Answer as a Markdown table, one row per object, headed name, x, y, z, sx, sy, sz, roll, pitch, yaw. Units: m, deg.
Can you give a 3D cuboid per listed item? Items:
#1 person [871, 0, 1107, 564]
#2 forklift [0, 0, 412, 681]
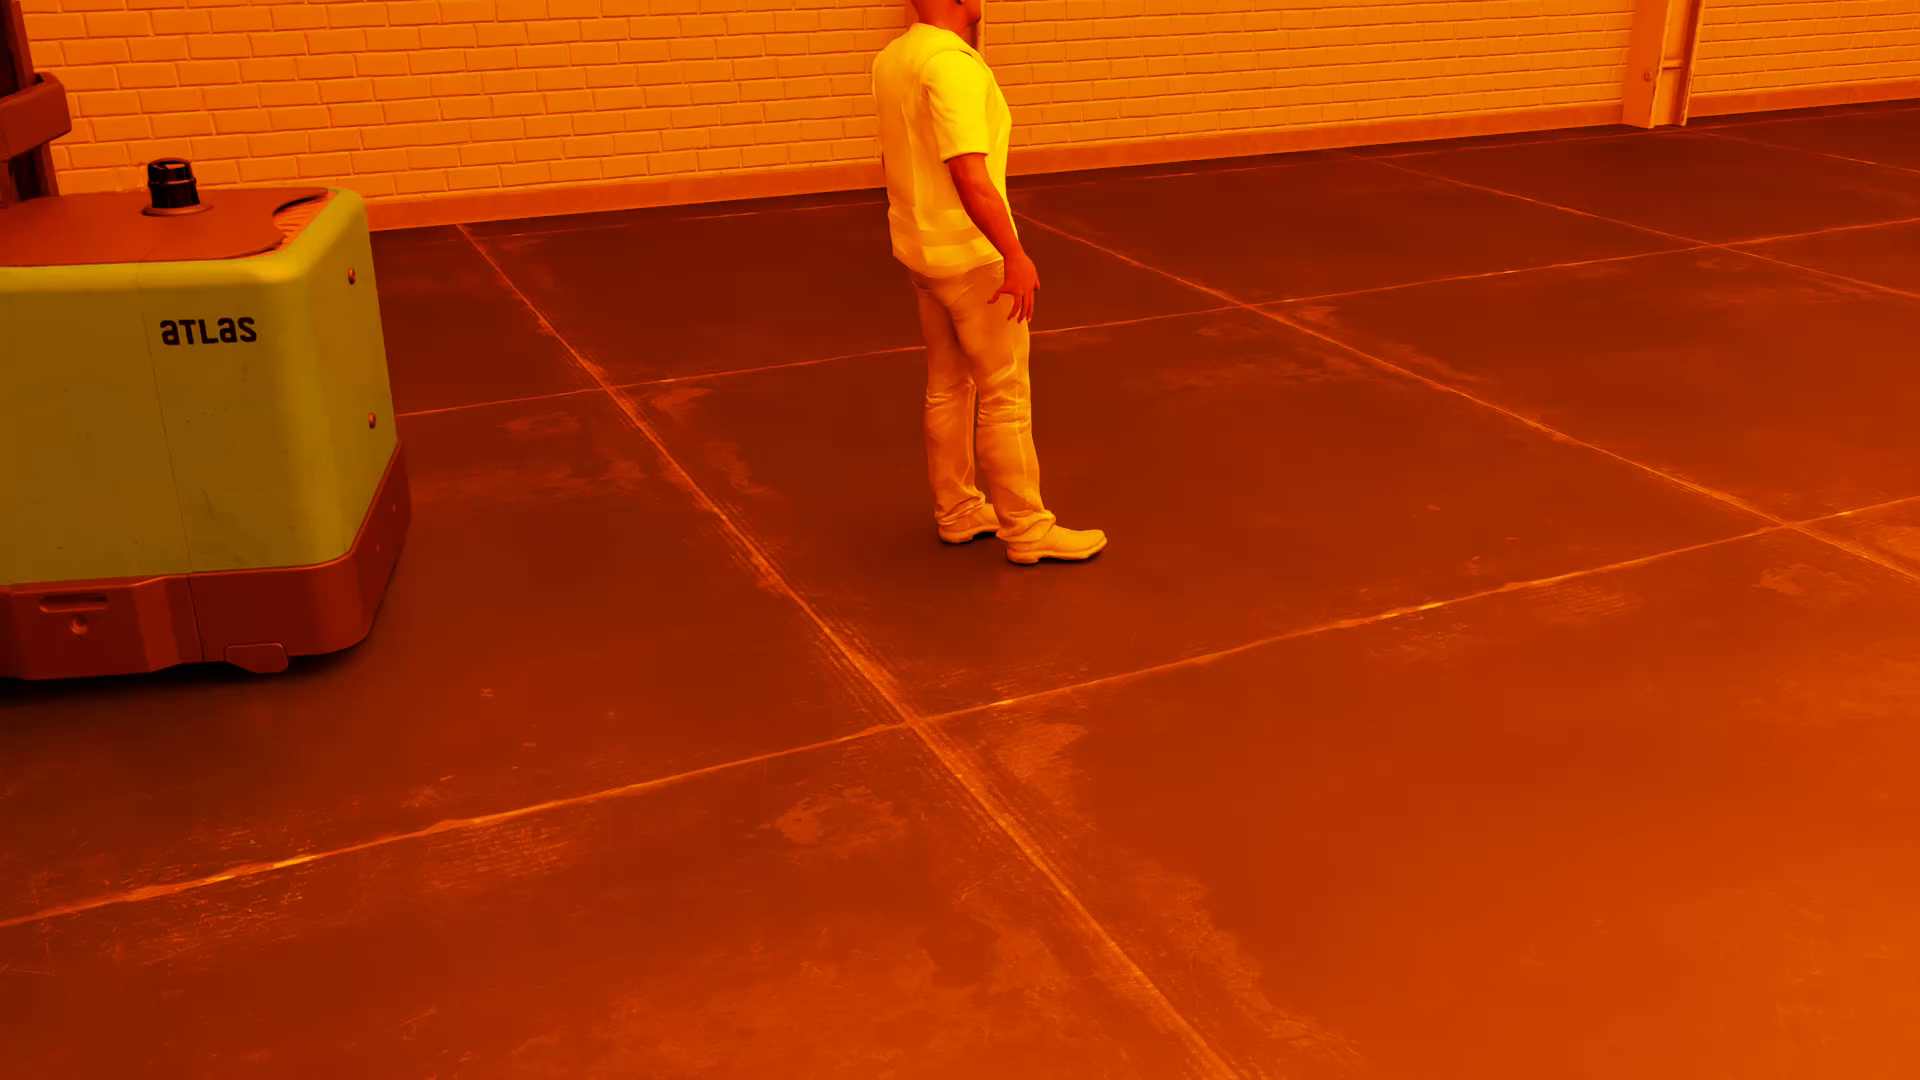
| name | x | y | z | sx | sy | sz | roll | pitch | yaw |
| --- | --- | --- | --- | --- | --- | --- | --- | --- | --- |
| person | 0.065 | -0.831 | 4.787 | 0.577 | 1.765 | 0.665 | -10 | 25 | -23 |
| forklift | -3.104 | -1.106 | 3.948 | 3.031 | 2.935 | 1.130 | -4 | 23 | -9 |
